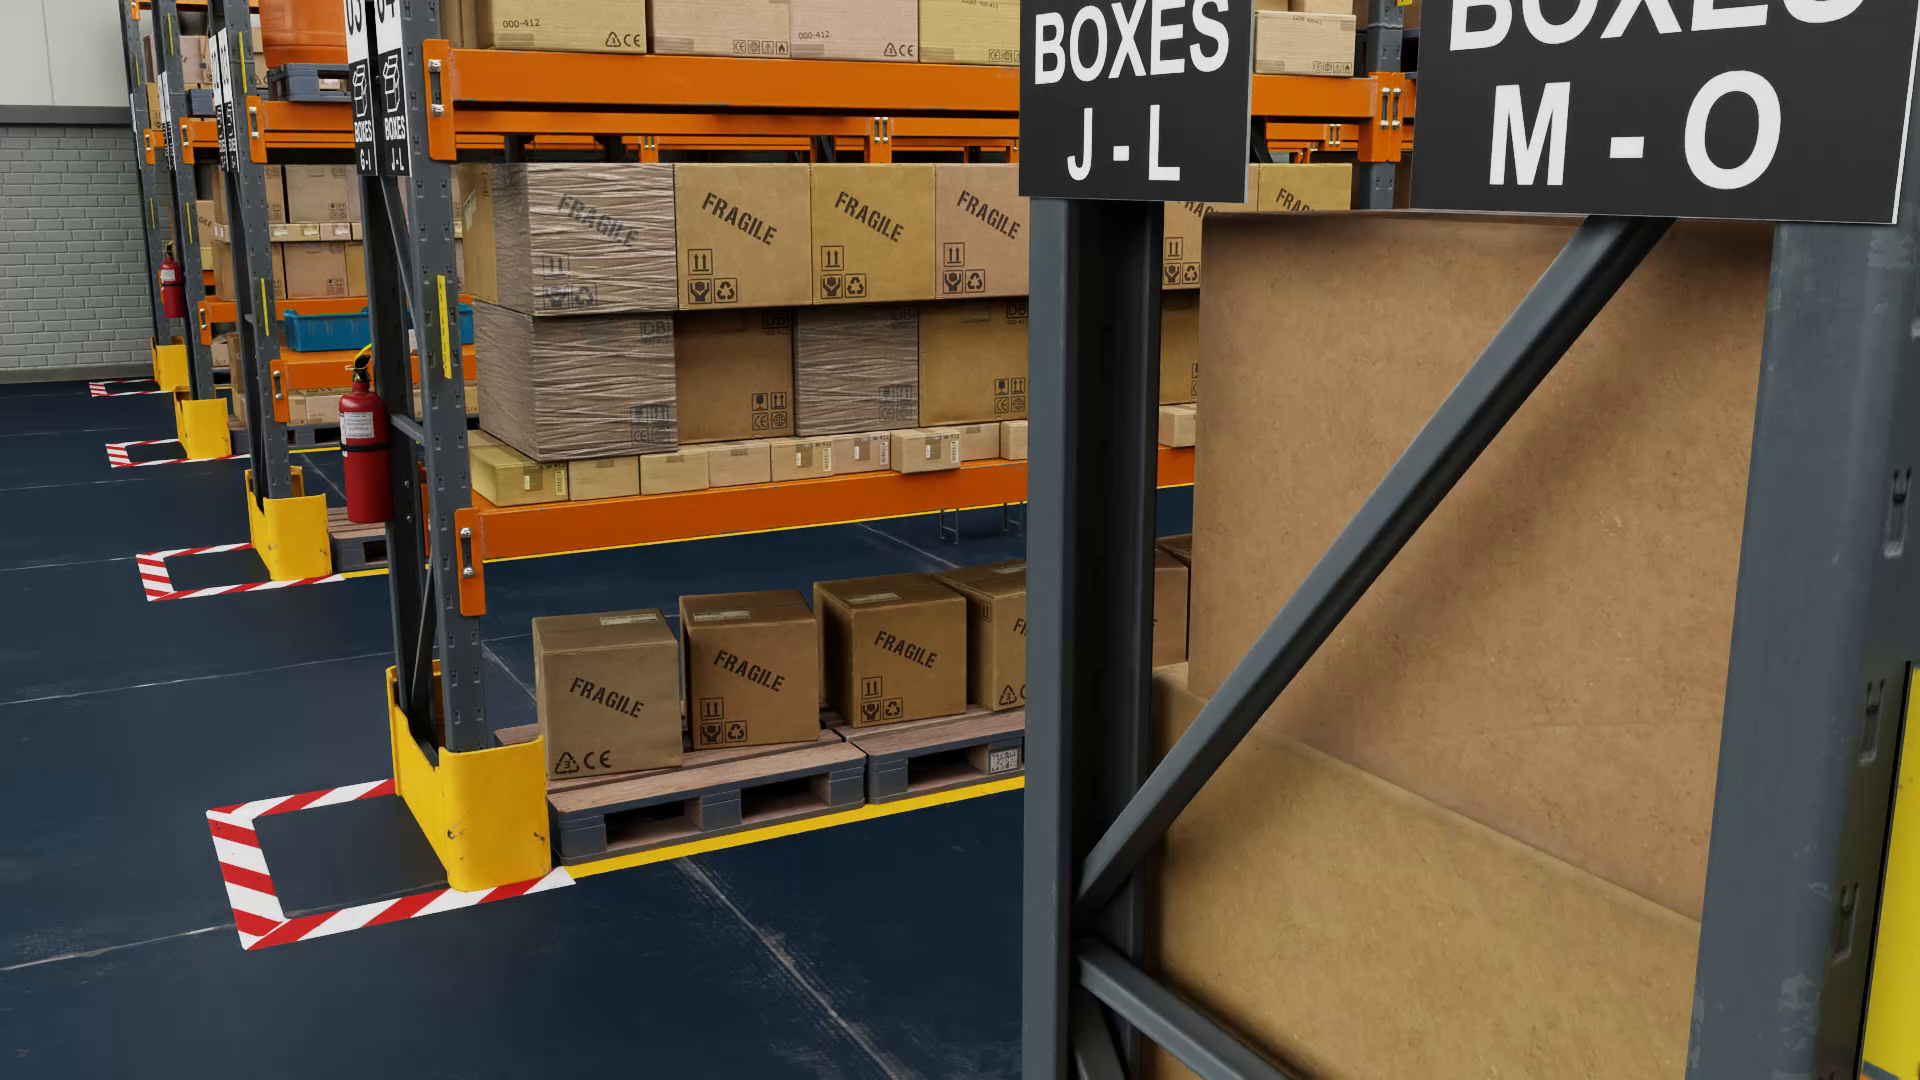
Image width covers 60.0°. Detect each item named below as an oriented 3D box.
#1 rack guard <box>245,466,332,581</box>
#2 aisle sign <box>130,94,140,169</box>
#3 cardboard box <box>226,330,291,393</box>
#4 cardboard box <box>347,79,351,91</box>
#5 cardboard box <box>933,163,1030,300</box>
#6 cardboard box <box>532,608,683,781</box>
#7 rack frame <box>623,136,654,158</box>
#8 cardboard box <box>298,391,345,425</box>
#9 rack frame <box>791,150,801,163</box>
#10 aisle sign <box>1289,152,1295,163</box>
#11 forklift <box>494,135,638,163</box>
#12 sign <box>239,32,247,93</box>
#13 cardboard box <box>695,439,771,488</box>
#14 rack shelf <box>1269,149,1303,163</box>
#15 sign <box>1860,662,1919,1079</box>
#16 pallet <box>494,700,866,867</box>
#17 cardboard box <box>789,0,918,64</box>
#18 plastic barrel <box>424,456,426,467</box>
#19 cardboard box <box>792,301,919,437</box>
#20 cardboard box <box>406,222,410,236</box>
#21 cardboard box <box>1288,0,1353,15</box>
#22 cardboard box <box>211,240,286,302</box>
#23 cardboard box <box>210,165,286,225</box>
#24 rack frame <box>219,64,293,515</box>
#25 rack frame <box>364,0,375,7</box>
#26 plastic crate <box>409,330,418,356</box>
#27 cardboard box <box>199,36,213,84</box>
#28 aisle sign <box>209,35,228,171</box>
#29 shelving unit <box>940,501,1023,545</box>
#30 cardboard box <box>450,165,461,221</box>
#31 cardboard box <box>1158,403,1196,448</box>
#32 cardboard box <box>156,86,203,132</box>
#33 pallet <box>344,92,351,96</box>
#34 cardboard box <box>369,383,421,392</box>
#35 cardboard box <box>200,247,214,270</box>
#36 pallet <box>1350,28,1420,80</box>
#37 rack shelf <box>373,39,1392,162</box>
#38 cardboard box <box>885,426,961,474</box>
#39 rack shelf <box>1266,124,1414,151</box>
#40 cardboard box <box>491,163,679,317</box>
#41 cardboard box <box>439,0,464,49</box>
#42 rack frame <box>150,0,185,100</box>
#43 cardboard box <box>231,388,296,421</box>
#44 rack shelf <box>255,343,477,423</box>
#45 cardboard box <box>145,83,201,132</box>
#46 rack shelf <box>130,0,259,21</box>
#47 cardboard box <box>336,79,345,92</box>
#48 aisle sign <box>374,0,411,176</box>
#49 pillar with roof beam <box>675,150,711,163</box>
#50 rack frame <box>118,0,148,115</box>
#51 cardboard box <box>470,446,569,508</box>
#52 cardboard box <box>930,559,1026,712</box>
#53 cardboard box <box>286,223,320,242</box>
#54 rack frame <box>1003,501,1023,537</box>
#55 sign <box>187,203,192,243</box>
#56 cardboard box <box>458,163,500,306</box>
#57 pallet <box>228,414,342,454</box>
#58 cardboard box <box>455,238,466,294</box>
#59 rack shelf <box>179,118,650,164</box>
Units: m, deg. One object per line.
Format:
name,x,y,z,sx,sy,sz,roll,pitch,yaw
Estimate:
rack guard,-4.251,-0.121,10.508,0.348,0.500,1.175,-7,14,-28
aisle sign,-8.962,-4.436,18.065,0.004,0.787,0.394,-7,14,-28
cardboard box,-6.337,-1.621,15.080,0.500,0.500,0.500,-7,14,-28
cardboard box,-5.077,-4.186,14.542,0.500,0.500,0.500,-7,14,-28
cardboard box,0.008,-1.214,6.488,0.500,0.500,0.500,-7,14,-28
cardboard box,-1.366,0.583,6.422,0.500,0.500,0.500,-4,13,-17
rack frame,-3.154,-2.699,16.271,0.127,3.000,1.000,-7,14,-28
cardboard box,-5.651,-1.209,14.954,0.500,0.250,0.500,-7,14,-28
rack frame,-2.020,-4.074,22.381,0.127,3.000,1.000,-7,14,-28
aisle sign,5.209,-6.134,25.612,0.004,0.787,0.394,-7,14,-28
forklift,-3.091,-1.997,13.307,1.130,2.935,3.031,-3,13,-12
sign,-4.035,-2.685,9.354,0.005,0.325,0.100,-7,14,-28
cardboard box,-0.893,-0.307,6.212,0.250,0.149,0.380,-7,14,-28
rack shelf,3.246,-5.818,24.935,4.000,0.370,1.077,-7,14,-28
sign,0.627,0.244,1.040,0.005,0.325,0.100,-7,14,-28
pallet,-1.125,0.905,6.608,1.213,0.211,1.003,-7,14,-28
cardboard box,-0.489,-1.867,6.082,0.500,0.250,0.500,-7,14,-28
plastic barrel,-3.314,-0.451,10.992,0.421,0.512,0.421,0,13,0
cardboard box,-0.585,-0.735,6.640,0.500,0.500,0.875,-7,14,-28
cardboard box,-5.088,-2.779,14.922,0.250,0.149,0.380,-7,14,-29
cardboard box,1.442,-2.285,7.030,0.250,0.149,0.380,-6,14,-26
cardboard box,-6.249,-2.374,14.597,0.500,0.500,0.700,-7,14,-28
cardboard box,-6.203,-3.012,14.480,0.500,0.500,0.700,-7,14,-28
rack frame,-4.295,-1.323,10.158,0.127,3.000,1.000,-7,14,-28
rack frame,-1.922,-3.296,5.258,0.127,3.000,1.000,-7,14,-28
plastic crate,-3.356,-1.227,10.329,0.250,0.136,0.298,-7,14,-28
cardboard box,-8.123,-5.279,18.352,0.500,0.500,0.500,-7,14,-29
aisle sign,-4.501,-2.641,10.093,0.004,0.787,0.394,-7,14,-28
shelving unit,0.145,-0.603,11.055,0.503,1.200,0.258,-7,14,-28
cardboard box,-4.862,-3.175,15.201,0.500,0.500,0.700,-7,14,-28
cardboard box,0.903,-0.501,7.075,0.250,0.149,0.380,-7,14,-28
cardboard box,-8.797,-4.847,18.711,0.500,0.500,0.500,-6,14,-24
pallet,-4.960,-3.897,14.964,1.213,0.211,1.003,-7,14,-28
cardboard box,-5.217,-1.629,15.115,0.500,0.500,0.500,-7,14,-28
cardboard box,-8.462,-3.159,18.612,0.500,0.250,0.500,-7,15,-29
pallet,2.182,-2.206,7.675,1.003,0.211,1.213,-7,14,-28
rack shelf,-0.167,-1.692,6.601,4.000,0.370,1.077,-7,14,-28
cardboard box,-0.195,-0.369,6.491,0.250,0.149,0.380,-7,14,-28
rack shelf,4.482,-3.488,14.582,4.000,0.370,1.077,-7,14,-28
cardboard box,-1.309,-1.056,5.787,0.500,0.500,0.500,-7,14,-28
cardboard box,-1.621,-1.859,6.046,0.500,0.250,0.500,-6,14,-27
rack frame,-6.665,-5.205,13.742,0.127,3.000,1.000,-7,14,-28
cardboard box,-6.336,-1.255,15.161,0.500,0.250,0.500,-7,14,-28
rack shelf,-2.540,-1.183,11.172,4.000,0.370,1.077,-7,14,-28
cardboard box,-8.629,-4.742,18.241,0.500,0.500,0.500,-6,14,-26
rack shelf,-7.287,-6.017,18.997,4.000,0.370,1.077,-7,14,-28
cardboard box,-5.781,-4.114,14.791,0.500,0.250,0.500,-7,14,-28
aisle sign,-1.833,-1.573,5.345,0.004,0.787,0.394,-7,14,-28
pillar with roof beam,-1.513,-6.201,18.169,0.400,9.000,9.100,-7,14,-28
rack frame,-9.042,-6.159,17.983,0.127,3.000,1.000,-7,14,-28
cardboard box,-1.558,-0.230,5.873,0.250,0.149,0.380,-7,14,-28
cardboard box,0.212,0.401,7.230,0.500,0.500,0.500,-8,15,-33
cardboard box,-5.768,-2.698,14.559,0.250,0.149,0.380,-7,14,-28
rack frame,0.359,-0.628,11.169,0.015,1.200,0.240,-7,14,-28
sign,-6.405,-2.632,13.819,0.005,0.325,0.100,-7,14,-28
cardboard box,-1.558,-1.156,6.232,0.500,0.500,0.500,-7,14,-28
pallet,-6.014,-1.007,15.101,1.213,0.211,1.003,-7,14,-28
cardboard box,-4.892,-2.537,15.323,0.500,0.500,0.700,-6,14,-26
rack shelf,-4.910,-3.601,15.086,4.000,0.370,1.077,-7,14,-28
